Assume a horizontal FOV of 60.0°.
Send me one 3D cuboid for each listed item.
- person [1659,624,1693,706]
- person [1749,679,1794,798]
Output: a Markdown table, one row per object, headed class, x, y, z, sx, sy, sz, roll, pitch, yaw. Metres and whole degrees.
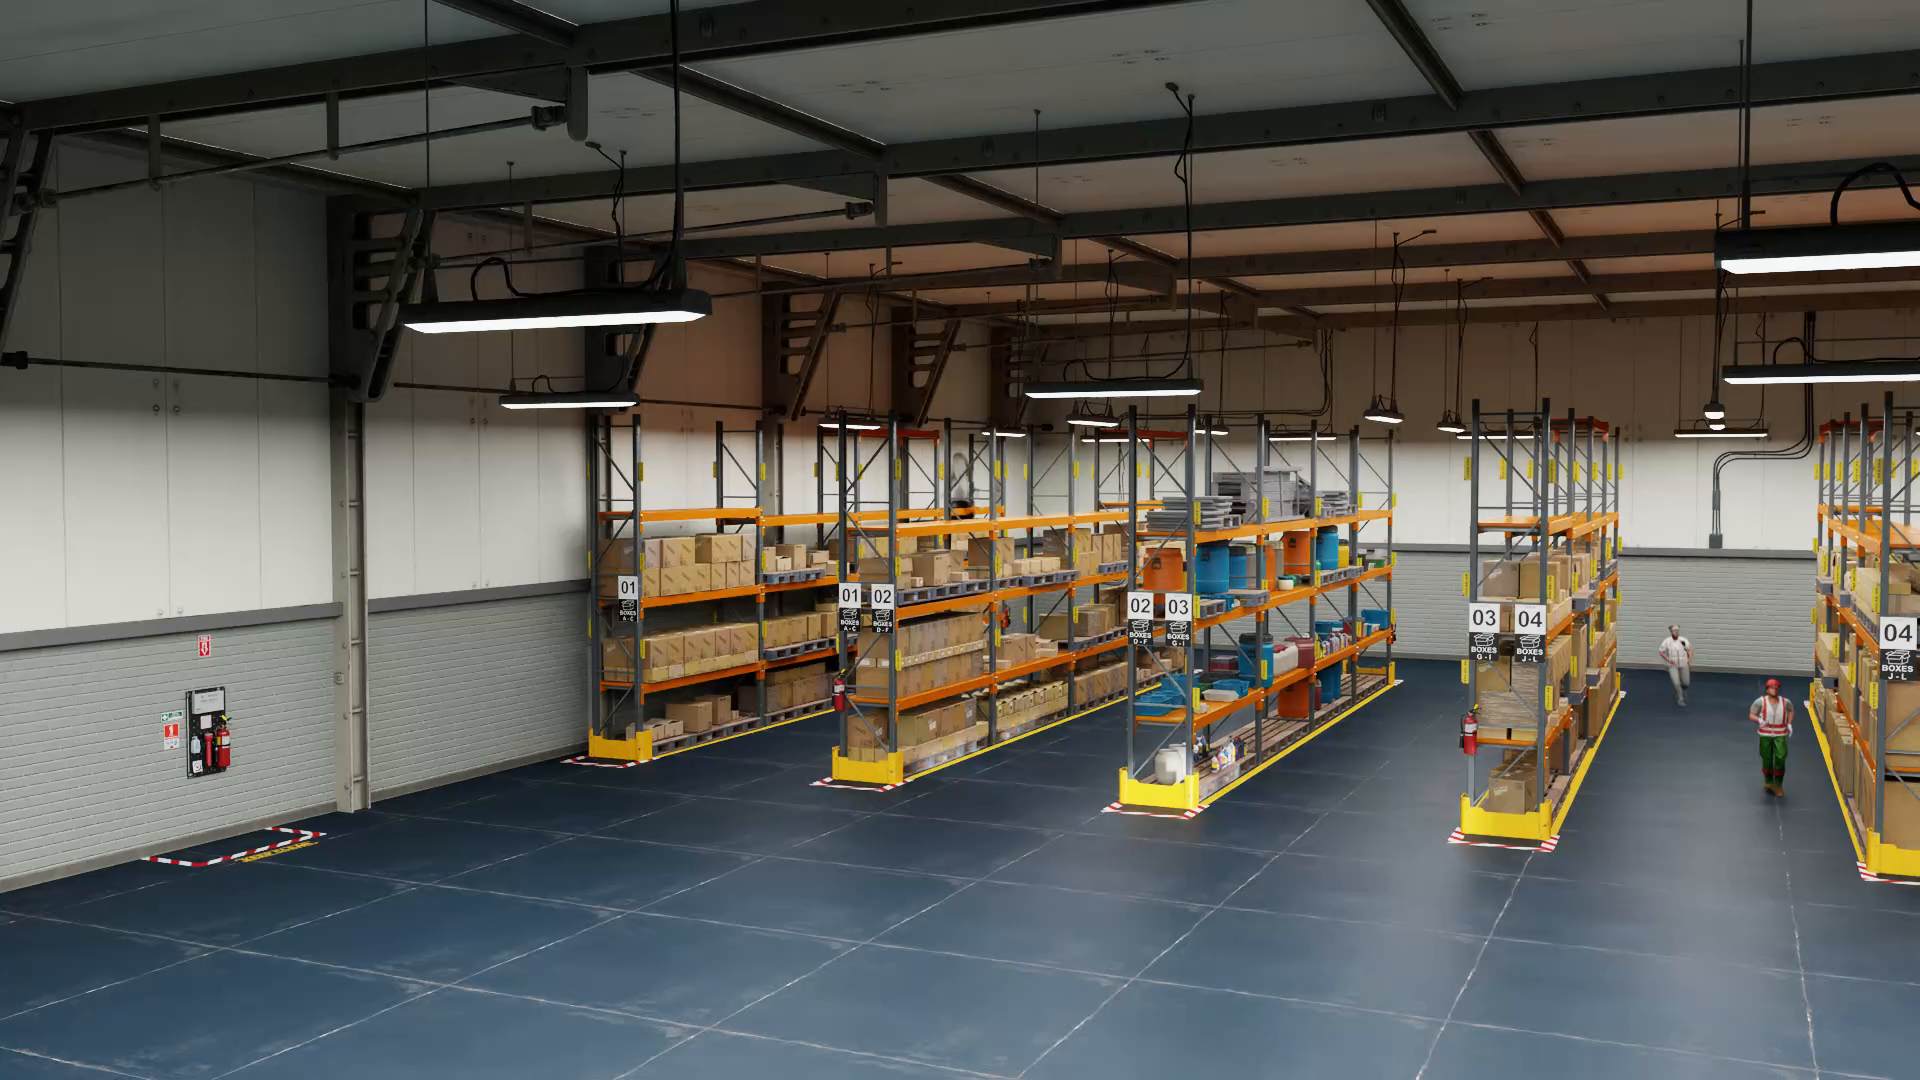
| class | x | y | z | sx | sy | sz | roll | pitch | yaw |
| --- | --- | --- | --- | --- | --- | --- | --- | --- | --- |
| person | 15.414 | 2.669 | 35.783 | 0.678 | 1.729 | 0.610 | 1 | 2 | 16 |
| person | 12.554 | 3.062 | 25.722 | 0.635 | 1.825 | 0.749 | 1 | 3 | 23 |
